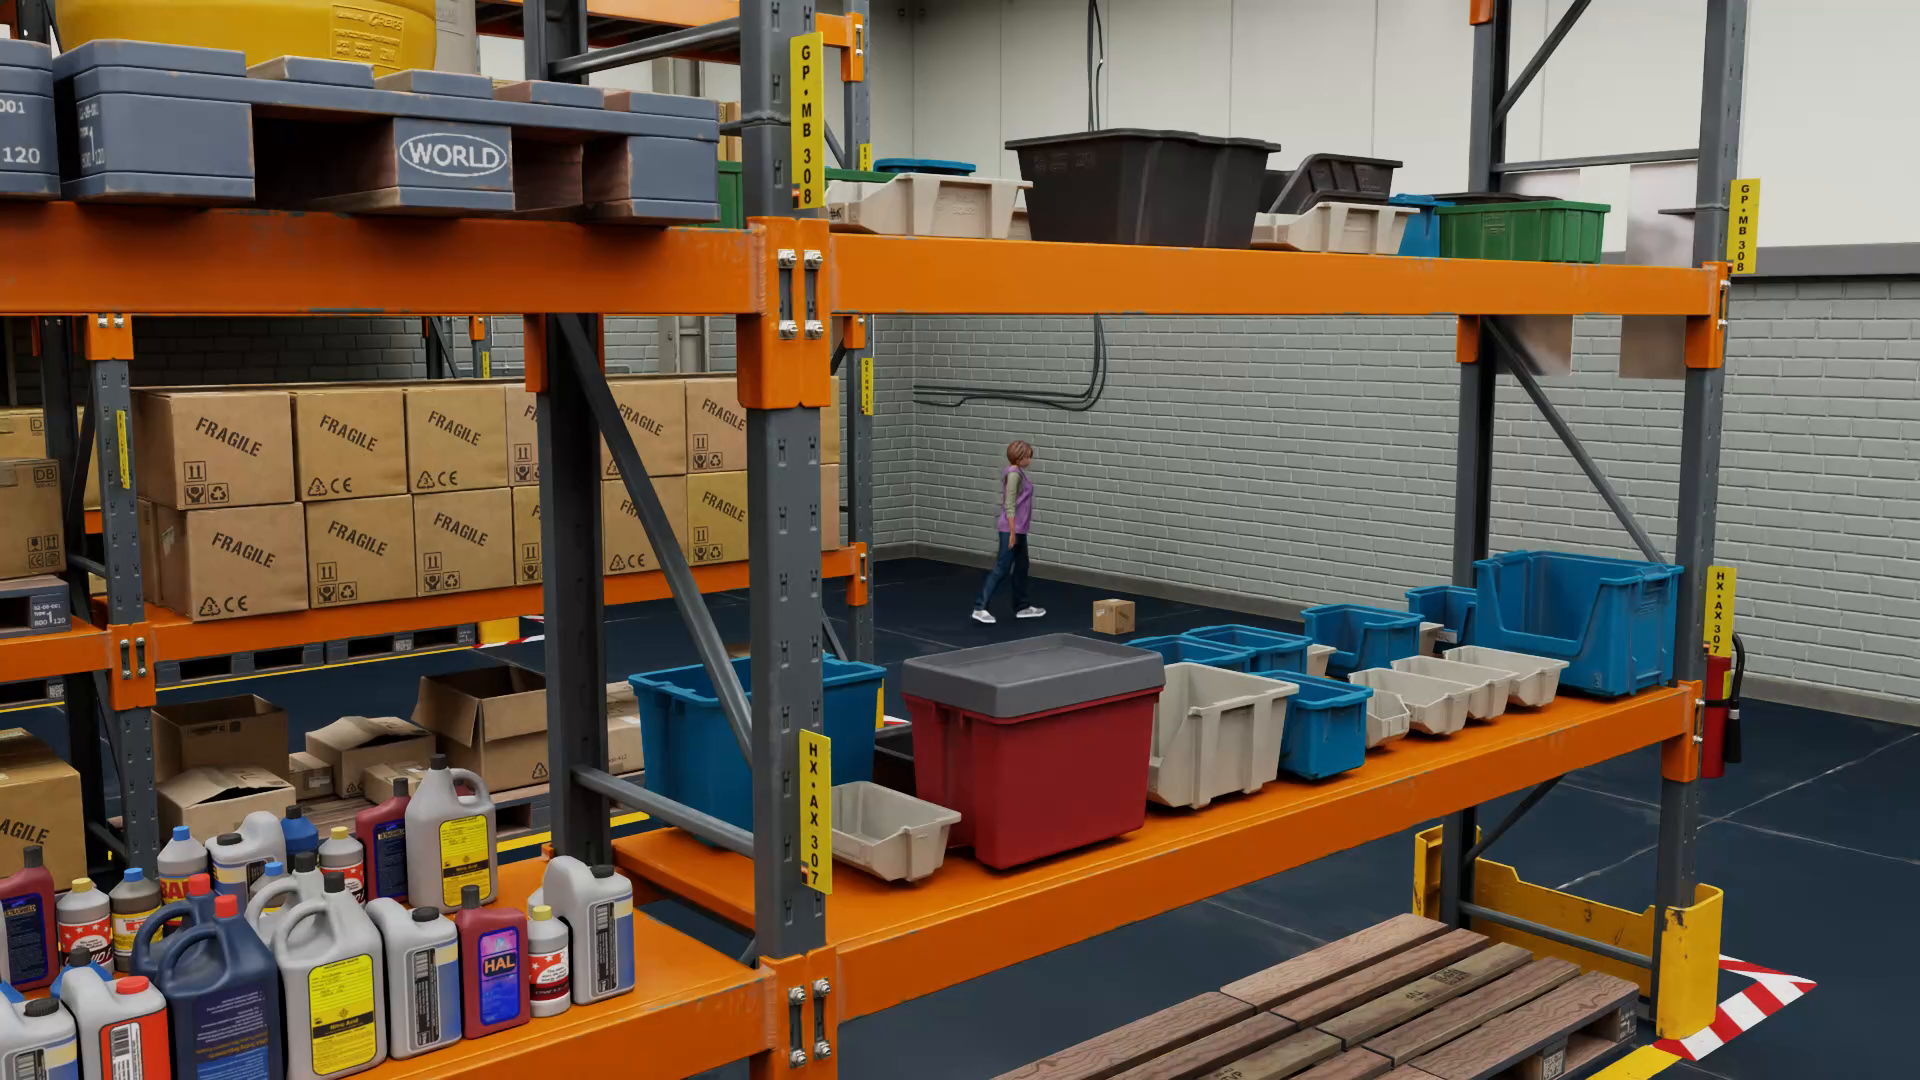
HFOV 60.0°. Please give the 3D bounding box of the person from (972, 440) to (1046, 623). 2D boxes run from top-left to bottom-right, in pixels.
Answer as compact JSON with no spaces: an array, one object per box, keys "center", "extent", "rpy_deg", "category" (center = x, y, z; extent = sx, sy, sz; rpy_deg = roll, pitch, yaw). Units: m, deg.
[{"center":[0.426,-0.047,14.368],"extent":[0.620,1.517,0.582],"rpy_deg":[1,8,5],"category":"person"}]
